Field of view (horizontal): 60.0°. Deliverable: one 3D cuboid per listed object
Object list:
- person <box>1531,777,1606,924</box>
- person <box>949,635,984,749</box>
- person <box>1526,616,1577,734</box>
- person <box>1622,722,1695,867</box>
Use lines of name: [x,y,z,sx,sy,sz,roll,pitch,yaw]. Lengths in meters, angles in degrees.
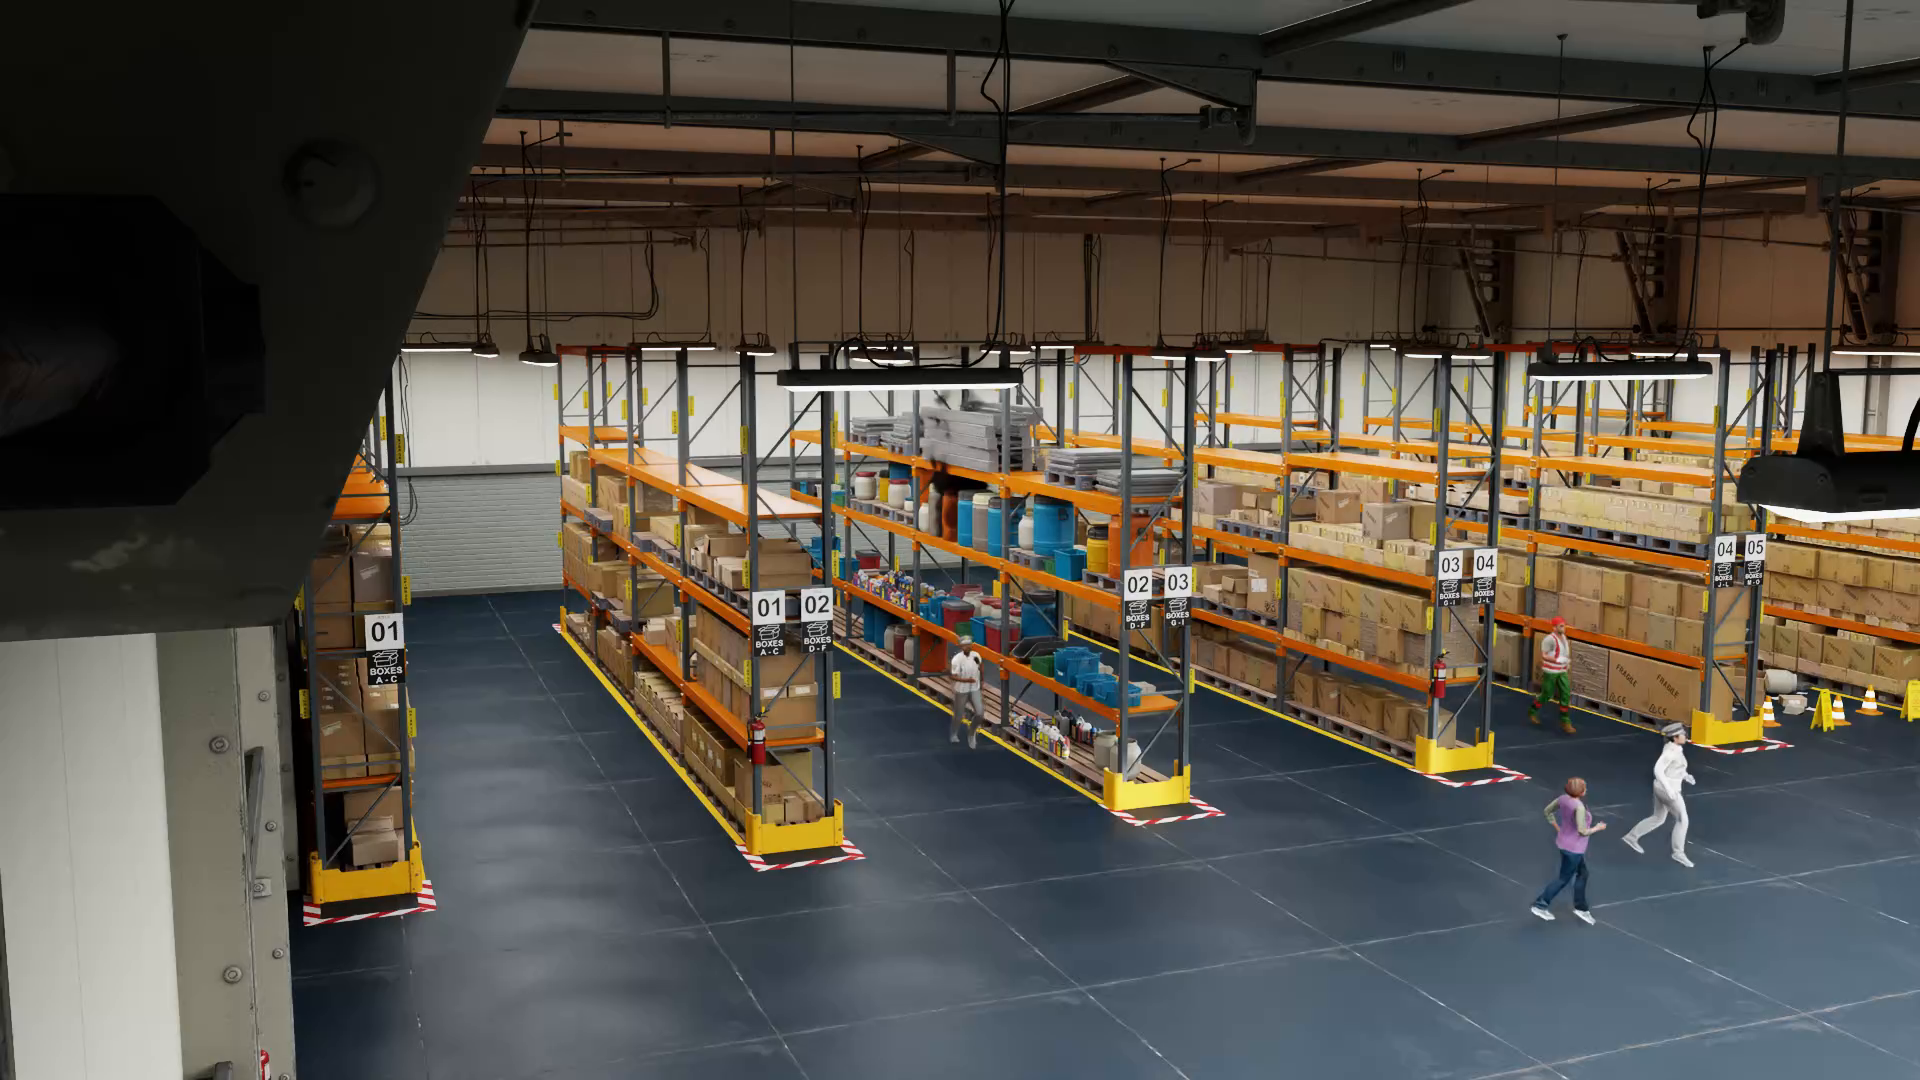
person: [6.450,3.308,17.621,0.743,1.645,0.522,0,7,0]
person: [0.127,2.197,24.223,0.585,1.682,0.839,-2,8,-19]
person: [9.393,2.105,26.300,0.684,1.829,0.854,-5,9,-32]
person: [8.331,3.002,19.761,0.809,1.730,0.609,2,7,14]
